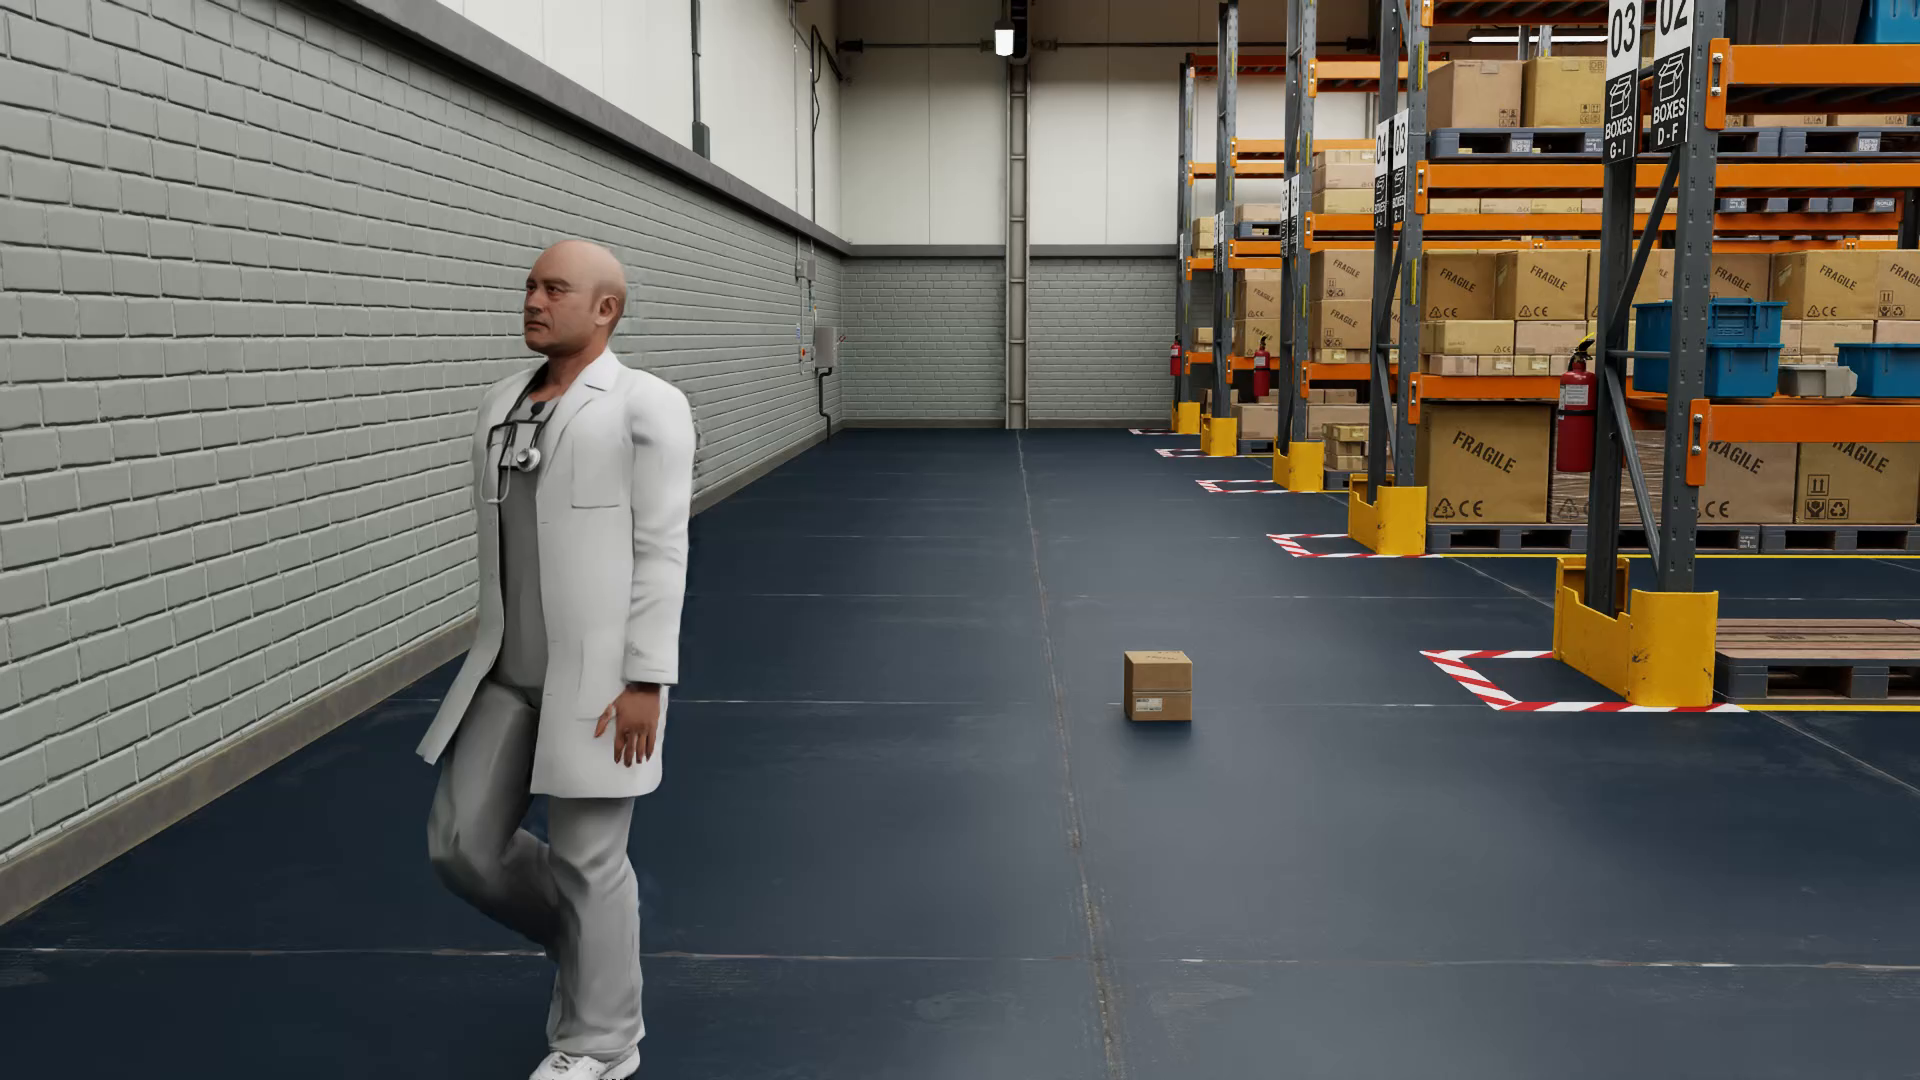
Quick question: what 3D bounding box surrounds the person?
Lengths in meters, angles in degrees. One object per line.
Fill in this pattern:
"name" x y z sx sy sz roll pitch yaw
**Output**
"person" -0.801 0.272 3.446 0.571 1.765 0.568 3 8 25
